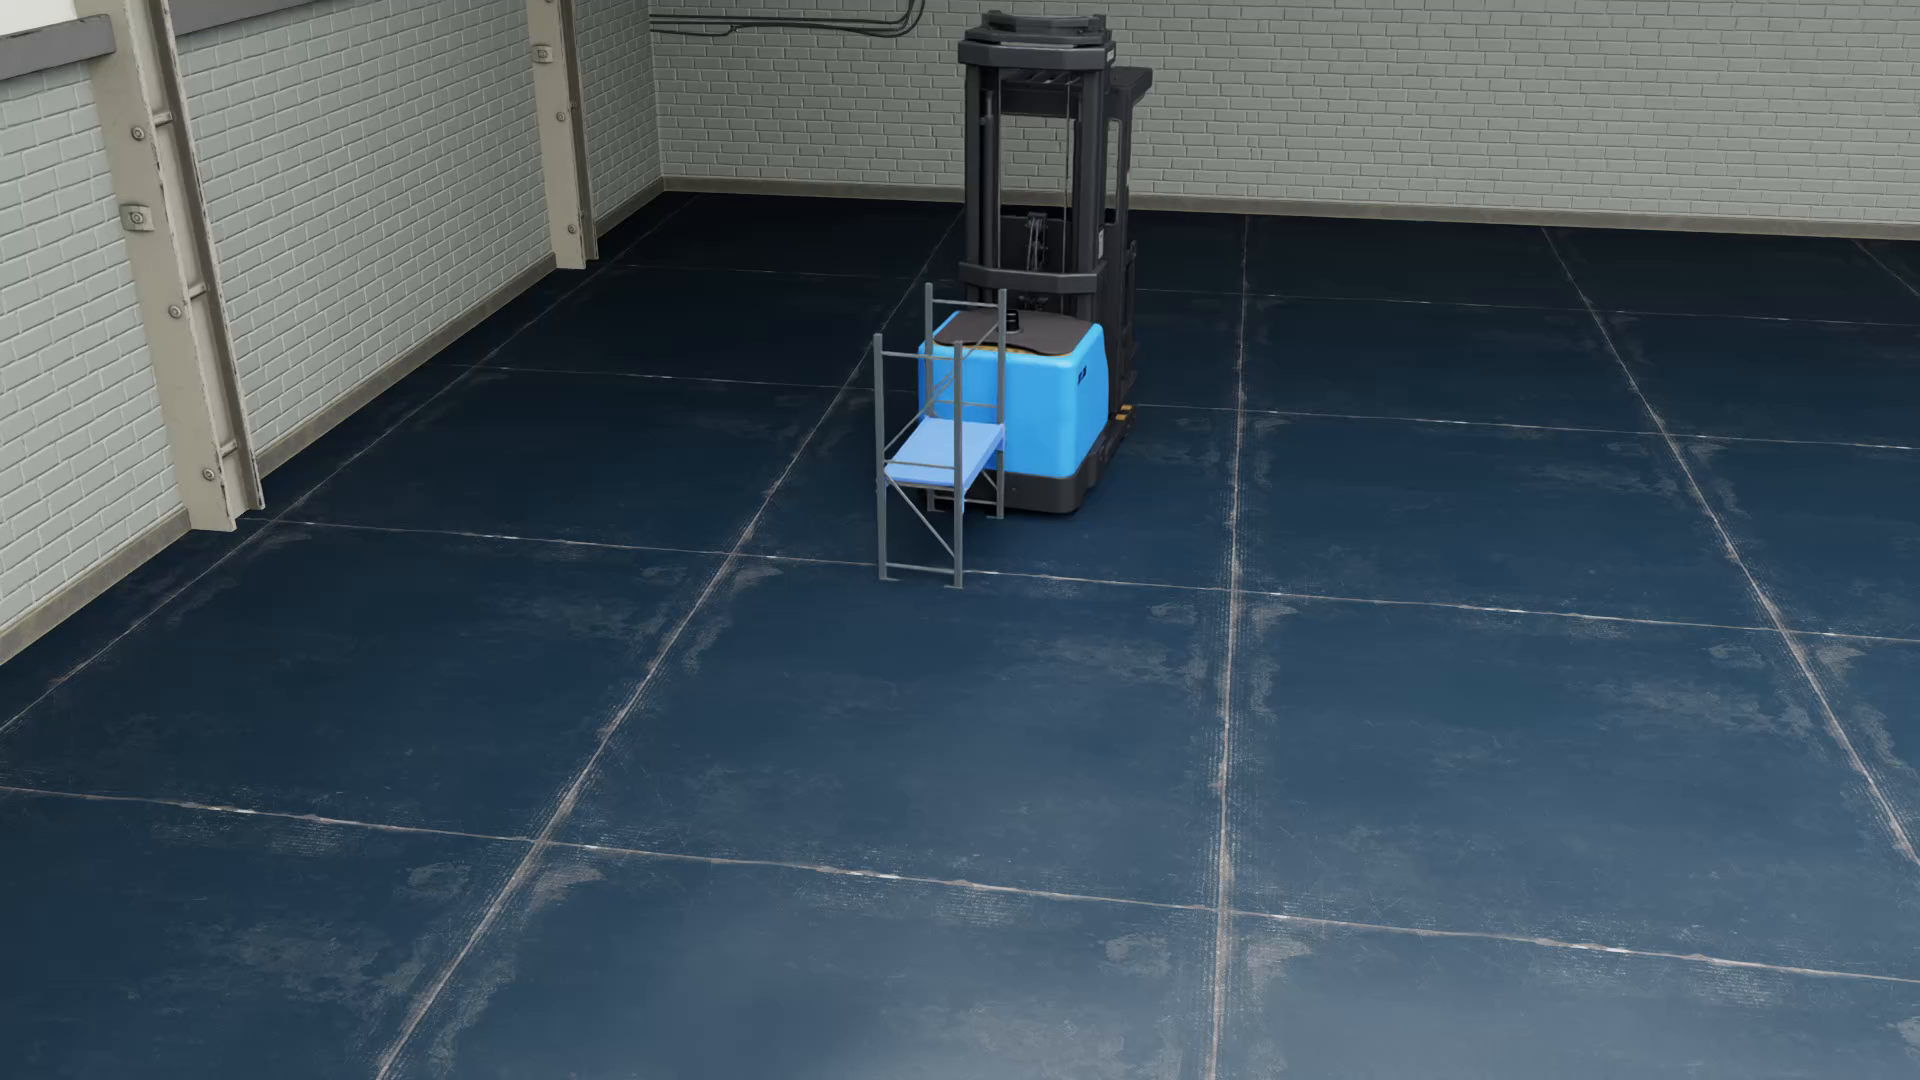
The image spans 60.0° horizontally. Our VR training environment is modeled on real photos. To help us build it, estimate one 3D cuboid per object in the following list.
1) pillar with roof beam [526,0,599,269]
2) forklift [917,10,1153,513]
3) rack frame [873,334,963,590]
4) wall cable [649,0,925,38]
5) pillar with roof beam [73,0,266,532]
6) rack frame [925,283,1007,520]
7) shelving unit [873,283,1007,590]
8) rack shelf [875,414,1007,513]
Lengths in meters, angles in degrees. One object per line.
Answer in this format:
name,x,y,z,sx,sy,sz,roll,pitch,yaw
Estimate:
pillar with roof beam,0.573,-6.432,13.376,9.100,9.000,0.400,4,25,9
forklift,0.639,-2.096,11.271,1.130,2.935,3.031,7,26,15
rack frame,-0.231,-0.422,9.381,0.500,1.500,0.032,6,26,14
wall cable,-1.888,-6.464,17.108,3.097,2.526,0.112,4,25,9
pillar with roof beam,-0.408,-3.922,8.015,9.100,9.000,0.400,4,25,9
rack frame,0.033,-0.838,10.271,0.500,1.500,0.032,6,26,14
shelving unit,-0.099,-0.630,9.826,0.538,1.500,1.048,6,26,14
rack shelf,-0.099,-0.467,9.902,0.538,0.185,1.000,6,26,14
